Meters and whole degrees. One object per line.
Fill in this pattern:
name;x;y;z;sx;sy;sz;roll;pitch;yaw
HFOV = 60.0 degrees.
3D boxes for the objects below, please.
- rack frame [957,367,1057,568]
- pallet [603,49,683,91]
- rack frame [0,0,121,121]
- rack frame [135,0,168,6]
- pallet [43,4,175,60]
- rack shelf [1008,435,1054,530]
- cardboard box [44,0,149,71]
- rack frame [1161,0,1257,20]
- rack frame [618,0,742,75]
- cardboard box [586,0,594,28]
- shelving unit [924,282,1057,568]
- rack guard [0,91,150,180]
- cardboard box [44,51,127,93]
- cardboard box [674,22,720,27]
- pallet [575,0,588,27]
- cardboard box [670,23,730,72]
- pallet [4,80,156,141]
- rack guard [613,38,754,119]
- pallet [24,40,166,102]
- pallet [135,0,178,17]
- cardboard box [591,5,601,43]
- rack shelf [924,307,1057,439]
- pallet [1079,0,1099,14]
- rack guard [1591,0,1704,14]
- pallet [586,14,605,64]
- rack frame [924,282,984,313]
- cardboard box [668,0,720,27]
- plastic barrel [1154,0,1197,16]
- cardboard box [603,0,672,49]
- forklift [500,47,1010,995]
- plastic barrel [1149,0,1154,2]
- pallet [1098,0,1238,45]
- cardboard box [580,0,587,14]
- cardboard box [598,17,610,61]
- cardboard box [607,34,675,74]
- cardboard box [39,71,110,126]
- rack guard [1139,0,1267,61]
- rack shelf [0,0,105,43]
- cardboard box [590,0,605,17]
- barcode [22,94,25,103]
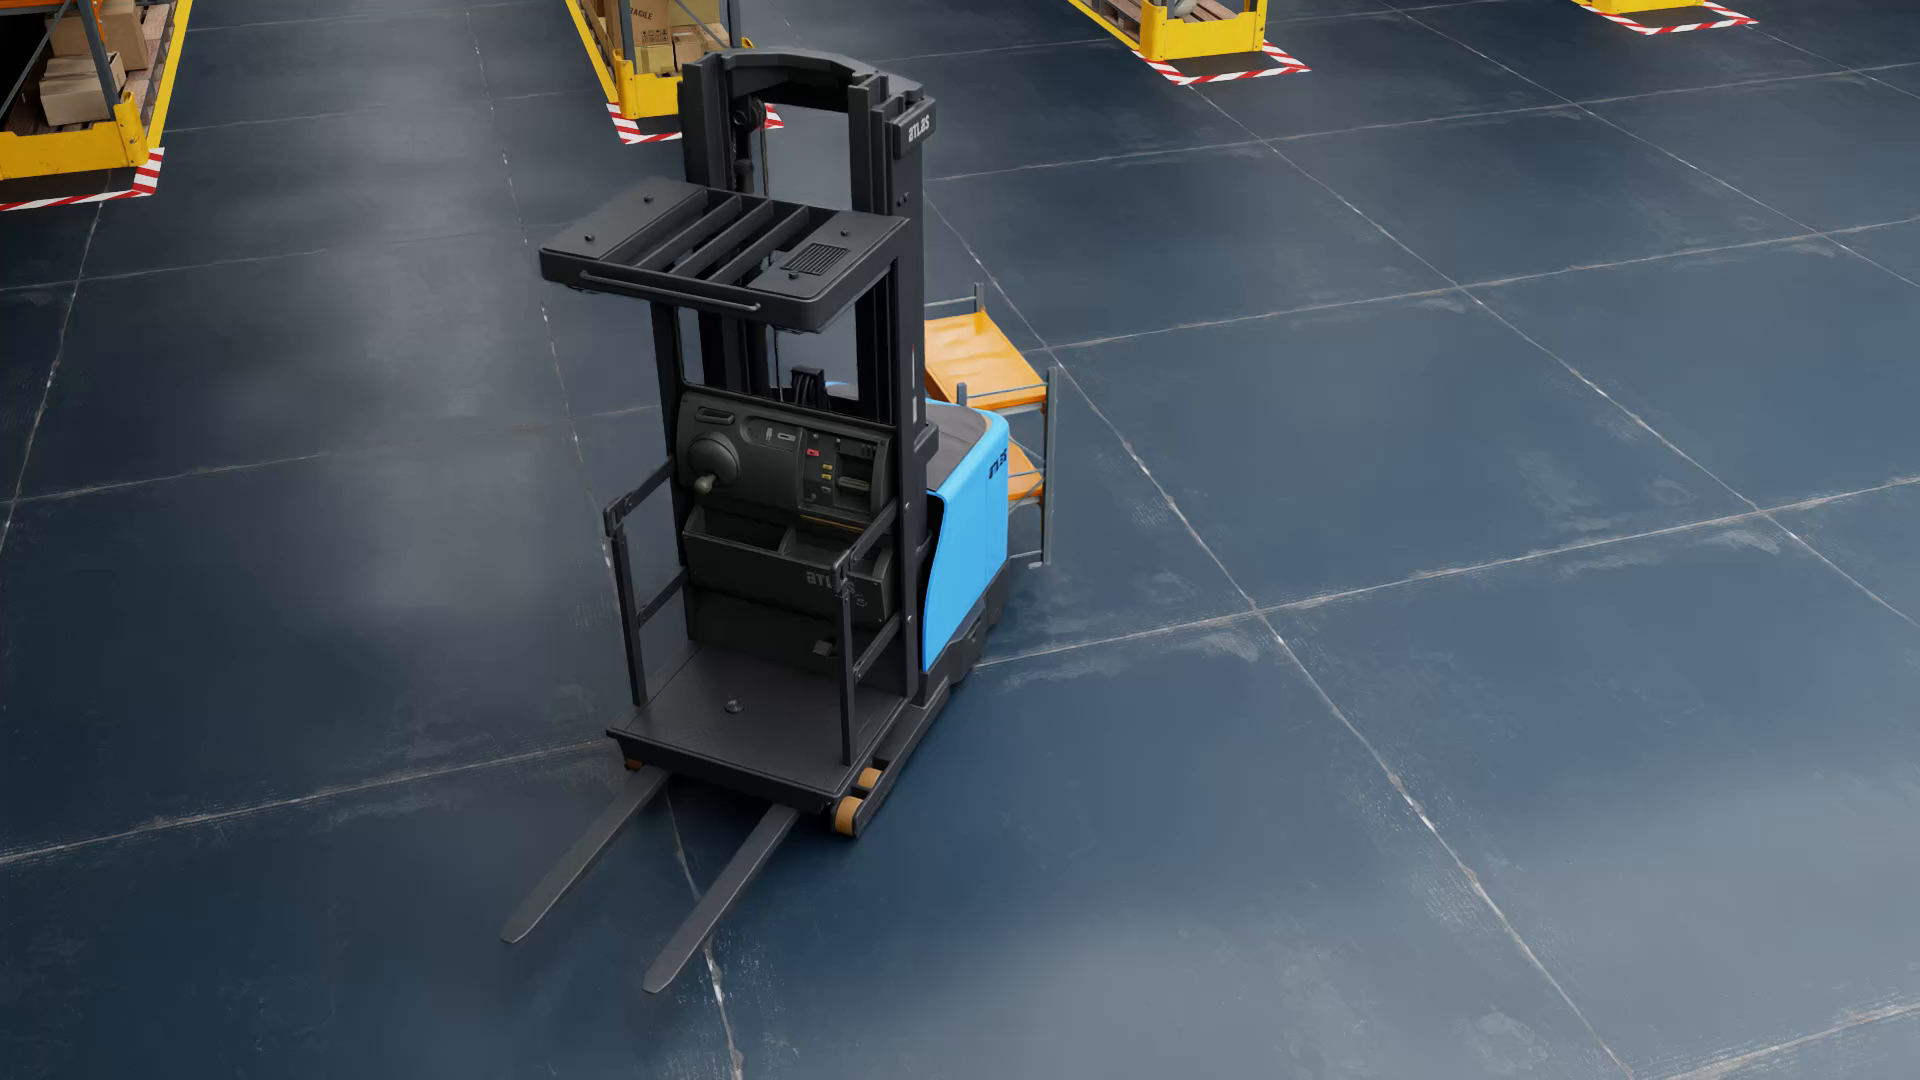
rack frame;0.224;-0.308;8.196;0.500;1.125;0.032;-11;35;-16
pallet;-2.638;-4.263;15.009;1.003;0.211;1.213;-10;35;-15
rack frame;-7.081;-4.197;12.380;1.000;3.000;0.127;-10;35;-15
rack frame;-8.301;-6.297;15.558;1.000;3.000;0.127;-10;35;-15
pallet;-8.063;-4.787;15.802;1.003;0.211;1.213;-10;35;-15
rack shelf;0.054;-0.368;8.730;0.538;0.278;1.000;-11;35;-16
cardboard box;-7.556;-4.409;14.569;0.700;0.500;0.500;-12;35;-18
rack frame;2.354;-5.863;14.901;1.000;3.000;0.127;-10;35;-15
rack frame;-2.364;-5.032;13.644;1.000;3.000;0.127;-10;35;-15
cardboard box;-3.278;-5.077;15.826;0.500;0.250;0.500;-10;35;-15
shelving unit;0.054;-0.572;8.595;0.538;1.125;1.048;-11;35;-16
rack guard;-7.104;-3.194;13.130;1.175;0.500;0.348;-10;35;-15
cardboard box;-7.380;-3.936;14.026;0.500;0.311;0.500;-7;34;-11
cardboard box;-2.472;-4.641;15.165;0.500;0.250;0.500;-10;35;-15
pallet;-3.382;-5.544;16.948;1.003;0.211;1.213;-10;35;-15
cardboard box;-2.316;-4.379;14.769;0.500;0.250;0.500;-10;35;-15
pallet;-7.318;-3.506;13.864;1.003;0.211;1.213;-10;35;-15
rack guard;-2.357;-3.976;14.314;1.175;0.500;0.348;-10;35;-15
pallet;-7.687;-4.145;14.831;1.003;0.211;1.213;-10;35;-15
pallet;-8.540;-5.542;16.945;1.003;0.211;1.213;-10;35;-15
cardboard box;-3.128;-4.814;15.428;0.500;0.250;0.500;-10;35;-15
rack shelf;0.054;-0.816;8.434;0.538;0.278;1.000;-11;35;-16
pallet;1.675;-5.798;17.333;1.003;0.211;1.213;-10;35;-15
rack guard;7.048;-5.693;16.911;1.175;0.500;0.348;-10;35;-15
pallet;-3.006;-4.902;15.977;1.003;0.211;1.213;-10;35;-15
rack frame;-0.116;-0.836;8.995;0.500;1.125;0.032;-11;35;-16
cardboard box;-2.471;-4.954;14.959;0.500;0.500;0.500;-10;35;-15
plastic barrel;2.080;-5.333;15.975;0.421;0.512;0.421;0;33;0
cardboard box;-2.811;-4.604;14.430;0.500;0.500;0.500;-10;35;-15
forklift;-0.798;-0.264;6.490;1.130;2.935;3.031;13;36;19
plastic barrel;1.928;-5.596;16.373;0.421;0.512;0.421;0;33;0
pallet;2.043;-5.159;16.365;1.003;0.211;1.213;-10;35;-15
cardboard box;-3.437;-5.339;16.221;0.500;0.250;0.500;-10;35;-15
cardboard box;-2.973;-4.552;15.031;0.500;0.250;0.500;-10;35;-15
cardboard box;-2.809;-4.292;14.637;0.500;0.250;0.500;-10;35;-15
cardboard box;-7.206;-3.637;13.573;0.500;0.311;0.500;-14;36;-20
rack guard;2.286;-4.852;15.639;1.175;0.500;0.348;-10;35;-15
rack shelf;-7.691;-4.947;14.168;1.077;0.370;4.000;-10;35;-15
cardboard box;-3.130;-5.127;15.221;0.500;0.500;0.500;-10;35;-15
barcode;-7.593;-3.583;13.483;0.001;0.075;0.075;-10;35;-15
